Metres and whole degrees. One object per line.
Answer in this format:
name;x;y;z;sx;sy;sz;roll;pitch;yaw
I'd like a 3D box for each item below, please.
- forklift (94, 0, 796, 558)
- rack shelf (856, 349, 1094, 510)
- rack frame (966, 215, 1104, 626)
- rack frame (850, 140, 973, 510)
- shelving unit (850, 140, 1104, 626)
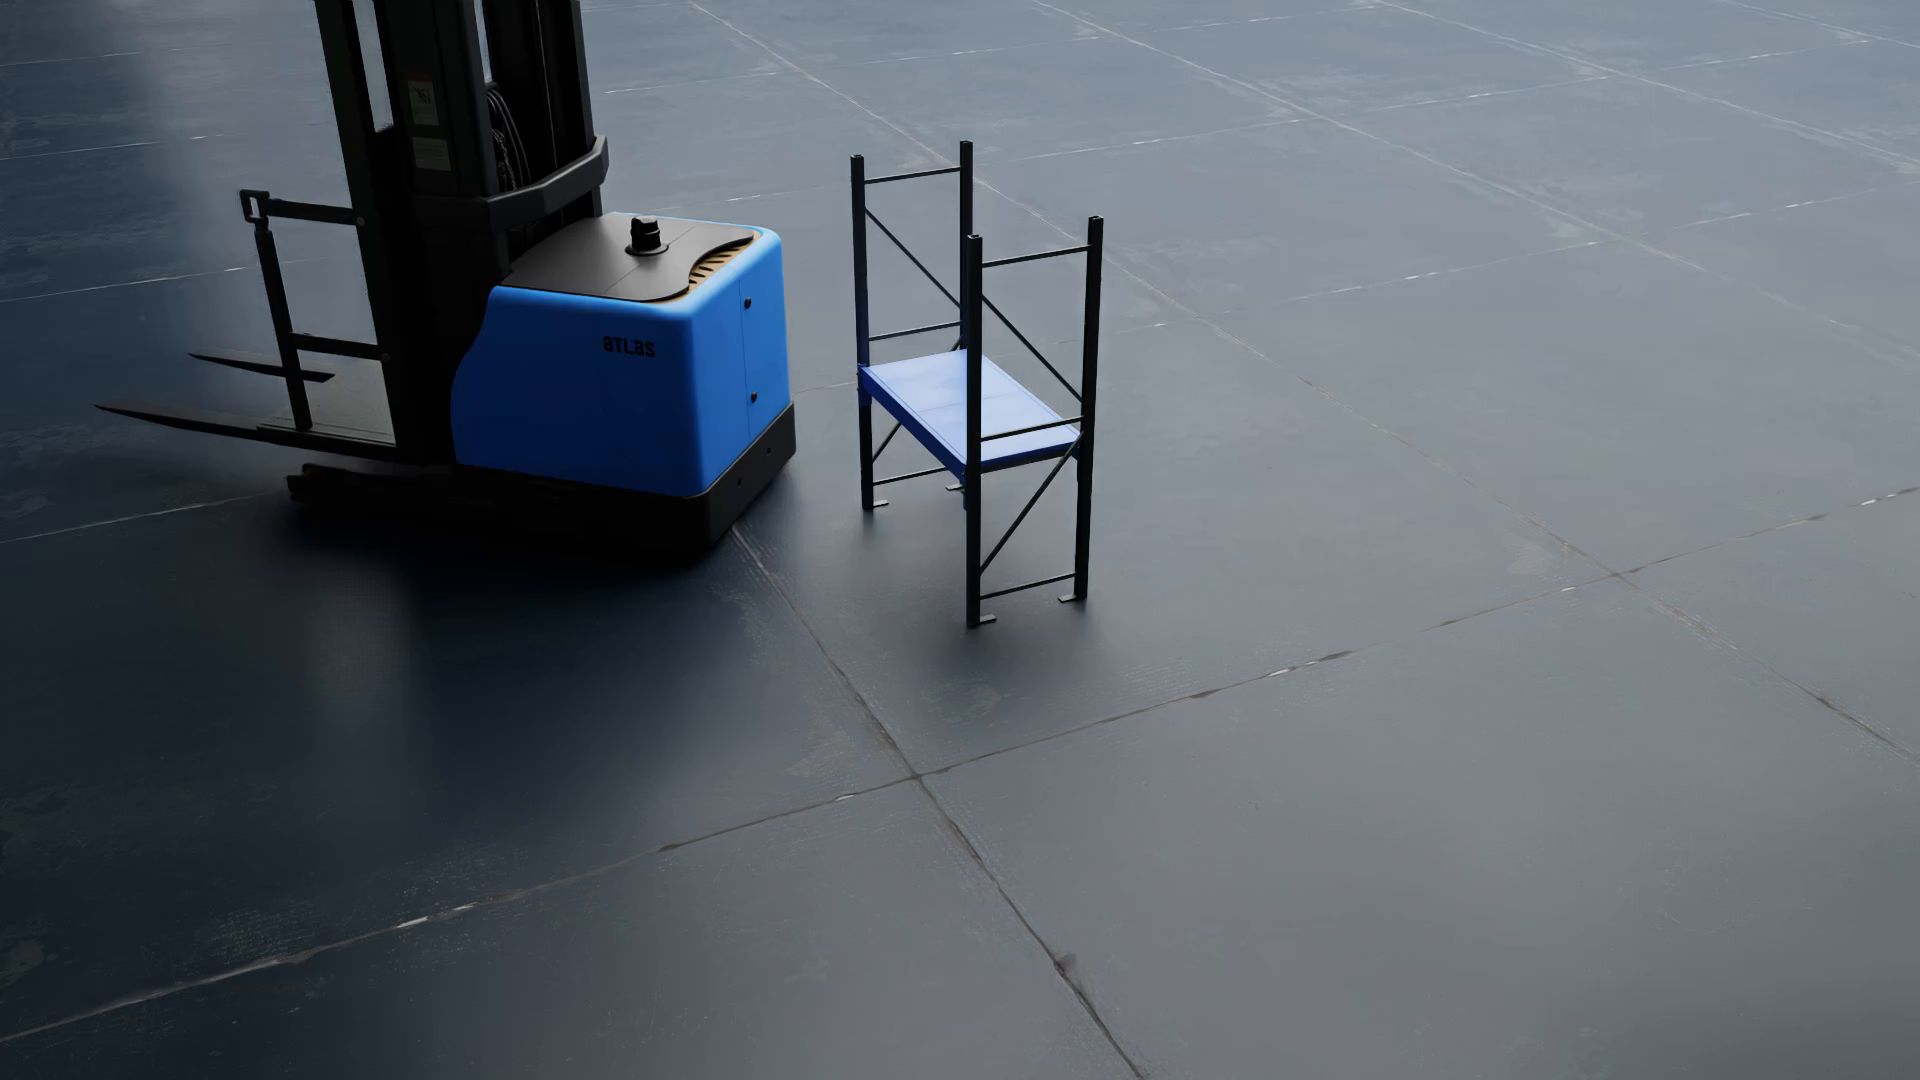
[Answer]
forklift;-2.294;-1.618;6.639;3.031;2.935;1.130;9;30;15
rack shelf;0.037;-0.460;6.404;0.538;0.185;1.000;-13;32;-22
rack frame;0.255;-0.392;5.916;0.500;1.500;0.032;-13;32;-22
rack frame;-0.182;-0.841;6.716;0.500;1.500;0.032;-13;32;-22
shelving unit;0.037;-0.616;6.316;0.538;1.500;1.048;-13;32;-22
